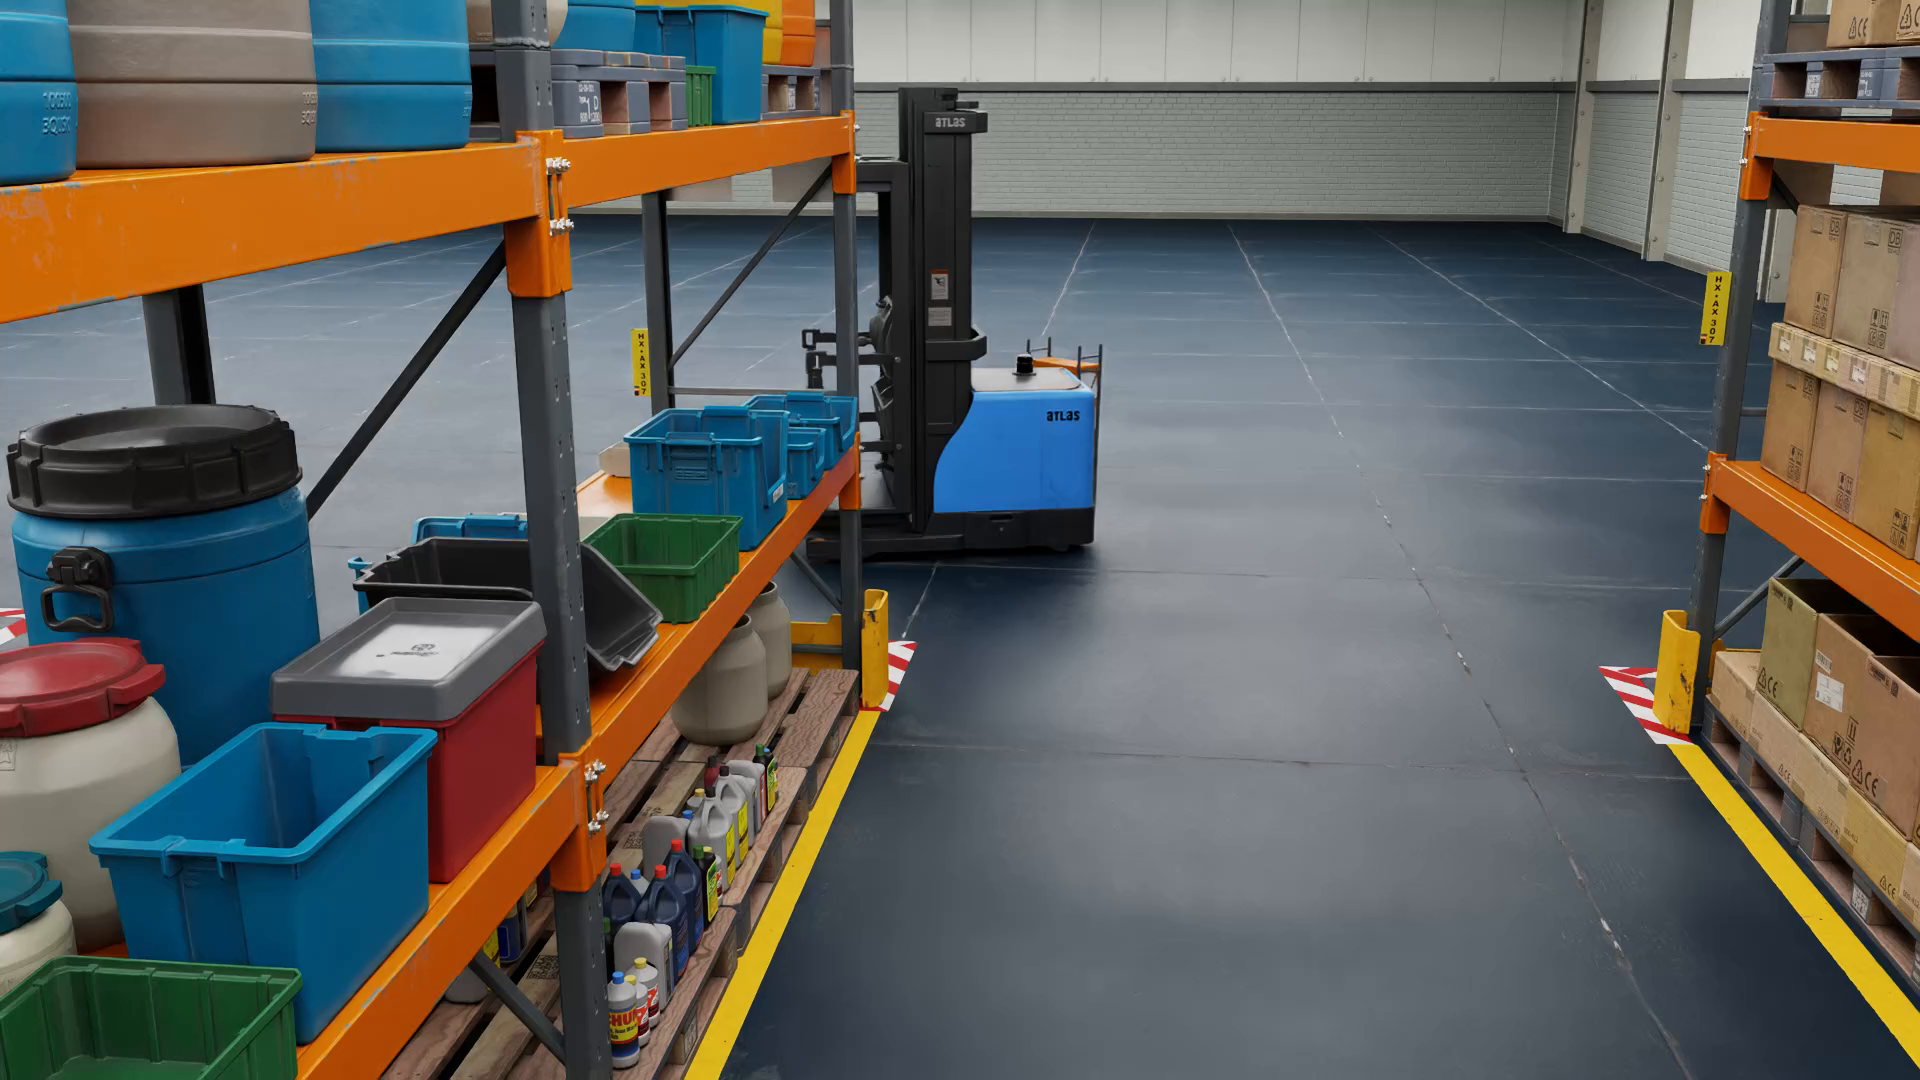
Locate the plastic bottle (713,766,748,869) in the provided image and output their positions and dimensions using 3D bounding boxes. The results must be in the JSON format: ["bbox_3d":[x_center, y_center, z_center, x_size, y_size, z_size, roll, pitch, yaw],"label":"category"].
[{"bbox_3d":[-0.849,0.991,5.984,0.144,0.351,0.185,2,15,9],"label":"plastic bottle"}]

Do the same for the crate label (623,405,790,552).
[{"bbox_3d":[-0.930,-0.240,6.237,0.502,0.435,0.616,2,15,6],"label":"crate label"}]

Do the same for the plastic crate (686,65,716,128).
[{"bbox_3d":[-0.994,-1.418,5.319,0.336,0.188,0.450,2,15,6],"label":"plastic crate"}]

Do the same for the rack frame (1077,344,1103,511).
[{"bbox_3d":[0.893,-0.770,11.695,0.240,1.200,0.015,-12,19,-43],"label":"rack frame"}]

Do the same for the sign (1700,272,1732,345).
[{"bbox_3d":[3.379,-1.036,7.436,0.100,0.325,0.005,2,15,6],"label":"sign"}]

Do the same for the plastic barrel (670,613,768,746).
[{"bbox_3d":[-1.046,0.593,7.186,0.421,0.512,0.421,0,15,0],"label":"plastic barrel"}]

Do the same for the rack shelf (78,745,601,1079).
[{"bbox_3d":[-1.668,1.195,2.375,1.077,0.370,4.000,2,15,6],"label":"rack shelf"}]

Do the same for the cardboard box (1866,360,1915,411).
[{"bbox_3d":[3.557,-0.560,6.052,0.380,0.149,0.250,1,15,4],"label":"cardboard box"}]

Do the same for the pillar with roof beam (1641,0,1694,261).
[{"bbox_3d":[8.064,-9.457,28.897,9.100,9.000,0.400,2,15,6],"label":"pillar with roof beam"}]

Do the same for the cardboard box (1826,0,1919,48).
[{"bbox_3d":[3.861,-2.181,6.464,0.797,0.503,0.637,3,15,10],"label":"cardboard box"}]

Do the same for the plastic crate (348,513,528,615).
[{"bbox_3d":[-1.588,0.106,5.310,0.499,0.251,0.616,2,15,6],"label":"plastic crate"}]

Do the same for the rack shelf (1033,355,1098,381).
[{"bbox_3d":[0.732,-1.197,11.770,0.258,0.148,0.480,-12,19,-43],"label":"rack shelf"}]

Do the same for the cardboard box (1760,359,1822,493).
[{"bbox_3d":[3.865,-0.489,7.034,0.700,0.500,0.500,2,15,6],"label":"cardboard box"}]

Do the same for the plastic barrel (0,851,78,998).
[{"bbox_3d":[-1.744,0.734,2.965,0.301,0.262,0.301,0,15,0],"label":"plastic barrel"}]

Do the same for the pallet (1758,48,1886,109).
[{"bbox_3d":[3.825,-1.784,6.438,1.003,0.211,1.213,2,15,6],"label":"pallet"}]

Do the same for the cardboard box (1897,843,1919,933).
[{"bbox_3d":[3.422,1.214,5.389,0.500,0.250,0.500,2,15,6],"label":"cardboard box"}]

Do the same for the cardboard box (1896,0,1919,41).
[{"bbox_3d":[3.471,-1.906,5.452,0.500,0.500,0.500,2,15,6],"label":"cardboard box"}]

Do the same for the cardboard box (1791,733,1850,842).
[{"bbox_3d":[3.539,0.955,6.347,0.500,0.250,0.500,2,15,6],"label":"cardboard box"}]

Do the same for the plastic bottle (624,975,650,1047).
[{"bbox_3d":[-0.960,1.371,4.863,0.097,0.201,0.097,0,15,0],"label":"plastic bottle"}]

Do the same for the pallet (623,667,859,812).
[{"bbox_3d":[-1.050,0.869,7.543,1.003,0.211,1.213,2,15,6],"label":"pallet"}]

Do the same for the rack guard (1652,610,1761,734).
[{"bbox_3d":[3.933,0.639,7.842,1.175,0.500,0.348,2,15,6],"label":"rack guard"}]

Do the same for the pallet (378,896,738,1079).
[{"bbox_3d":[-1.325,1.502,5.203,1.003,0.211,1.213,2,15,6],"label":"pallet"}]

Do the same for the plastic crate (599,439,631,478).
[{"bbox_3d":[-1.412,-0.359,7.247,0.298,0.136,0.250,2,15,6],"label":"plastic crate"}]

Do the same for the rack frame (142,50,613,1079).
[{"bbox_3d":[-1.443,0.329,4.199,1.000,3.000,0.127,2,15,6],"label":"rack frame"}]

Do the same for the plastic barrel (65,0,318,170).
[{"bbox_3d":[-1.358,-1.053,2.604,0.600,0.901,0.600,0,15,0],"label":"plastic barrel"}]

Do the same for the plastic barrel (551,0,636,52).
[{"bbox_3d":[-1.224,-1.819,4.631,0.600,0.901,0.708,2,15,6],"label":"plastic barrel"}]

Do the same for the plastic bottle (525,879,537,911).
[{"bbox_3d":[-1.493,1.115,5.653,0.061,0.283,0.133,2,15,6],"label":"plastic bottle"}]

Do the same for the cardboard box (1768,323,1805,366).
[{"bbox_3d":[3.672,-0.828,7.042,0.380,0.149,0.250,2,15,6],"label":"cardboard box"}]

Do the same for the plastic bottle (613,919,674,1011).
[{"bbox_3d":[-0.962,1.277,5.069,0.152,0.276,0.135,2,15,8],"label":"plastic bottle"}]

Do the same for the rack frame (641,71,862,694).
[{"bbox_3d":[-0.991,-0.709,8.036,1.000,3.000,0.127,2,15,6],"label":"rack frame"}]

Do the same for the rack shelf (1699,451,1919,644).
[{"bbox_3d":[3.704,0.304,5.669,1.077,0.370,4.000,2,15,6],"label":"rack shelf"}]

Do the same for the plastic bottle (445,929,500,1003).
[{"bbox_3d":[-1.513,1.224,5.121,0.144,0.351,0.185,2,15,6],"label":"plastic bottle"}]

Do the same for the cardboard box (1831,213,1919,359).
[{"bbox_3d":[3.805,-0.965,6.308,0.700,0.500,0.500,1,15,5],"label":"cardboard box"}]

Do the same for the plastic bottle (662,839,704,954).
[{"bbox_3d":[-0.918,1.149,5.398,0.144,0.351,0.185,1,15,4],"label":"plastic bottle"}]

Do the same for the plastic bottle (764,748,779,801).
[{"bbox_3d":[-0.763,0.919,6.535,0.097,0.201,0.097,0,15,0],"label":"plastic bottle"}]

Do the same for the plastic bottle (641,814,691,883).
[{"bbox_3d":[-1.020,1.077,5.807,0.152,0.276,0.135,2,15,6],"label":"plastic bottle"}]

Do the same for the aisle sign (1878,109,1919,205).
[{"bbox_3d":[4.229,-1.825,7.185,0.394,0.787,0.004,2,15,6],"label":"aisle sign"}]

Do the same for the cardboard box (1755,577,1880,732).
[{"bbox_3d":[3.594,0.463,6.729,0.500,0.500,0.500,2,15,6],"label":"cardboard box"}]

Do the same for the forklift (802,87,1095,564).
[{"bbox_3d":[-0.680,-1.406,10.748,3.031,2.935,1.130,-2,15,-7],"label":"forklift"}]

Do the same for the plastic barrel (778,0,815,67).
[{"bbox_3d":[-0.920,-2.437,7.054,0.600,0.830,0.708,2,15,6],"label":"plastic barrel"}]

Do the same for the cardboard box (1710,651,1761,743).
[{"bbox_3d":[3.648,0.695,7.307,0.500,0.250,0.500,2,15,6],"label":"cardboard box"}]

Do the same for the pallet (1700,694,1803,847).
[{"bbox_3d":[3.885,0.984,7.119,1.003,0.211,1.213,2,15,6],"label":"pallet"}]

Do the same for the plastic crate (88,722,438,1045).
[{"bbox_3d":[-1.258,0.632,3.110,0.392,0.384,0.575,2,15,6],"label":"plastic crate"}]

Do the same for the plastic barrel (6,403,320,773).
[{"bbox_3d":[-1.787,0.178,3.796,0.600,0.901,0.708,2,15,6],"label":"plastic barrel"}]

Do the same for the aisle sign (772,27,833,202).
[{"bbox_3d":[-0.688,-1.973,7.733,0.394,0.787,0.004,2,15,6],"label":"aisle sign"}]

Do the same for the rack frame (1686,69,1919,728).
[{"bbox_3d":[3.930,-0.562,7.493,1.000,3.000,0.127,2,15,6],"label":"rack frame"}]

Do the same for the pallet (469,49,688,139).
[{"bbox_3d":[-1.458,-1.218,4.535,1.213,0.211,1.003,2,15,6],"label":"pallet"}]

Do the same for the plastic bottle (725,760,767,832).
[{"bbox_3d":[-0.819,0.948,6.286,0.152,0.276,0.135,2,15,7],"label":"plastic bottle"}]

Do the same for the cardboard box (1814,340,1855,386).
[{"bbox_3d":[3.615,-0.694,6.550,0.380,0.149,0.250,2,15,6],"label":"cardboard box"}]

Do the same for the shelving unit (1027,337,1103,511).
[{"bbox_3d":[0.723,-0.816,11.865,0.258,1.200,0.503,-12,19,-43],"label":"shelving unit"}]

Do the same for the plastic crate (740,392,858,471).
[{"bbox_3d":[-0.750,-0.498,7.543,0.499,0.251,0.616,2,15,6],"label":"plastic crate"}]

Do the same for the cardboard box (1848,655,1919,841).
[{"bbox_3d":[3.477,0.722,5.771,0.500,0.500,0.500,2,15,6],"label":"cardboard box"}]

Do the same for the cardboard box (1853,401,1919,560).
[{"bbox_3d":[3.748,-0.224,6.054,0.700,0.500,0.500,2,15,7],"label":"cardboard box"}]

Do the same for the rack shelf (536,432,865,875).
[{"bbox_3d":[-1.217,0.157,6.212,1.077,0.370,4.000,2,15,6],"label":"rack shelf"}]

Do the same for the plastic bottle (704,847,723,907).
[{"bbox_3d":[-0.863,1.148,5.686,0.097,0.201,0.097,0,15,0],"label":"plastic bottle"}]

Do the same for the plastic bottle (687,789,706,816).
[{"bbox_3d":[-0.960,1.021,6.158,0.097,0.201,0.097,0,15,0],"label":"plastic bottle"}]

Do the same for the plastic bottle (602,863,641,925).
[{"bbox_3d":[-1.082,1.194,5.232,0.144,0.351,0.185,2,15,6],"label":"plastic bottle"}]
